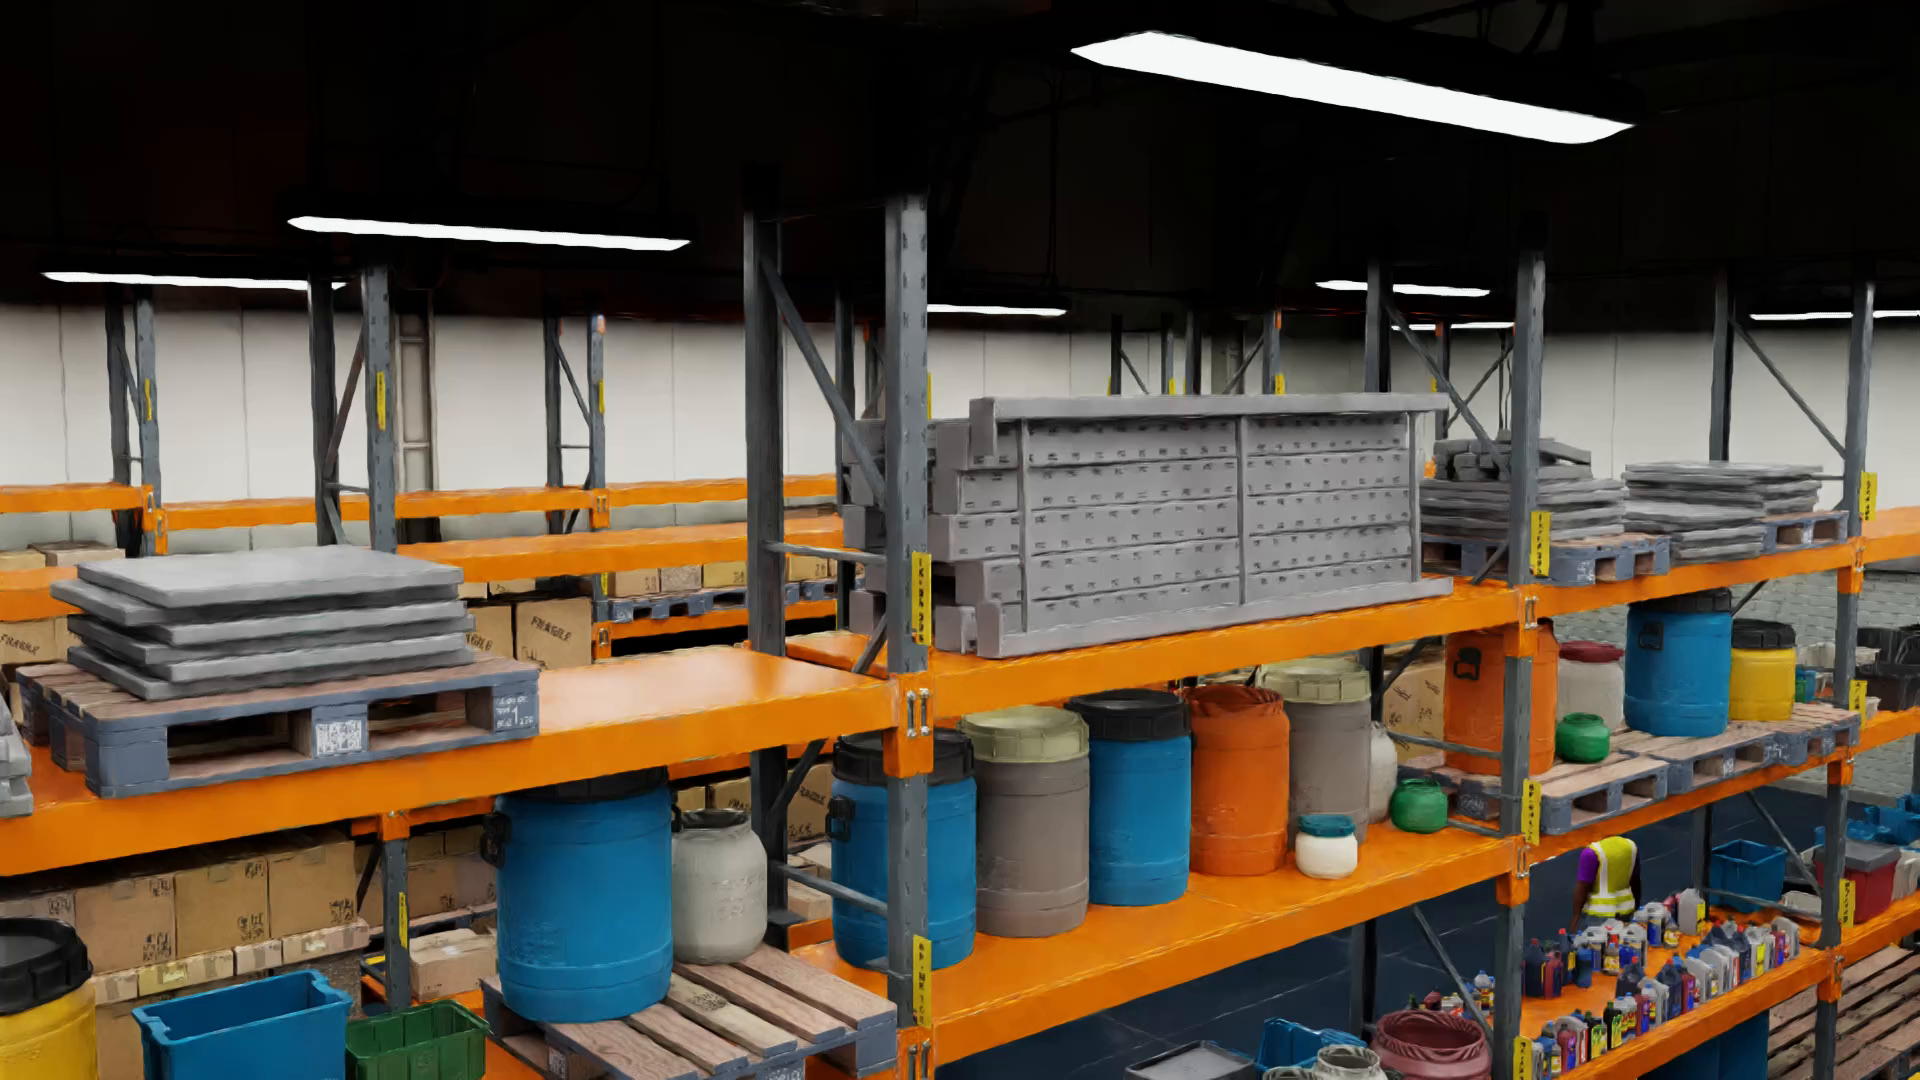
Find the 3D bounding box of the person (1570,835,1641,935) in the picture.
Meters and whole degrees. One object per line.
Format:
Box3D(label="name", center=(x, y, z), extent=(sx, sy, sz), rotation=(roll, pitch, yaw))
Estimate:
Box3D(label="person", center=(5.199, 2.984, 13.408), extent=(0.694, 1.763, 0.583), rotation=(-3, 6, -27))
